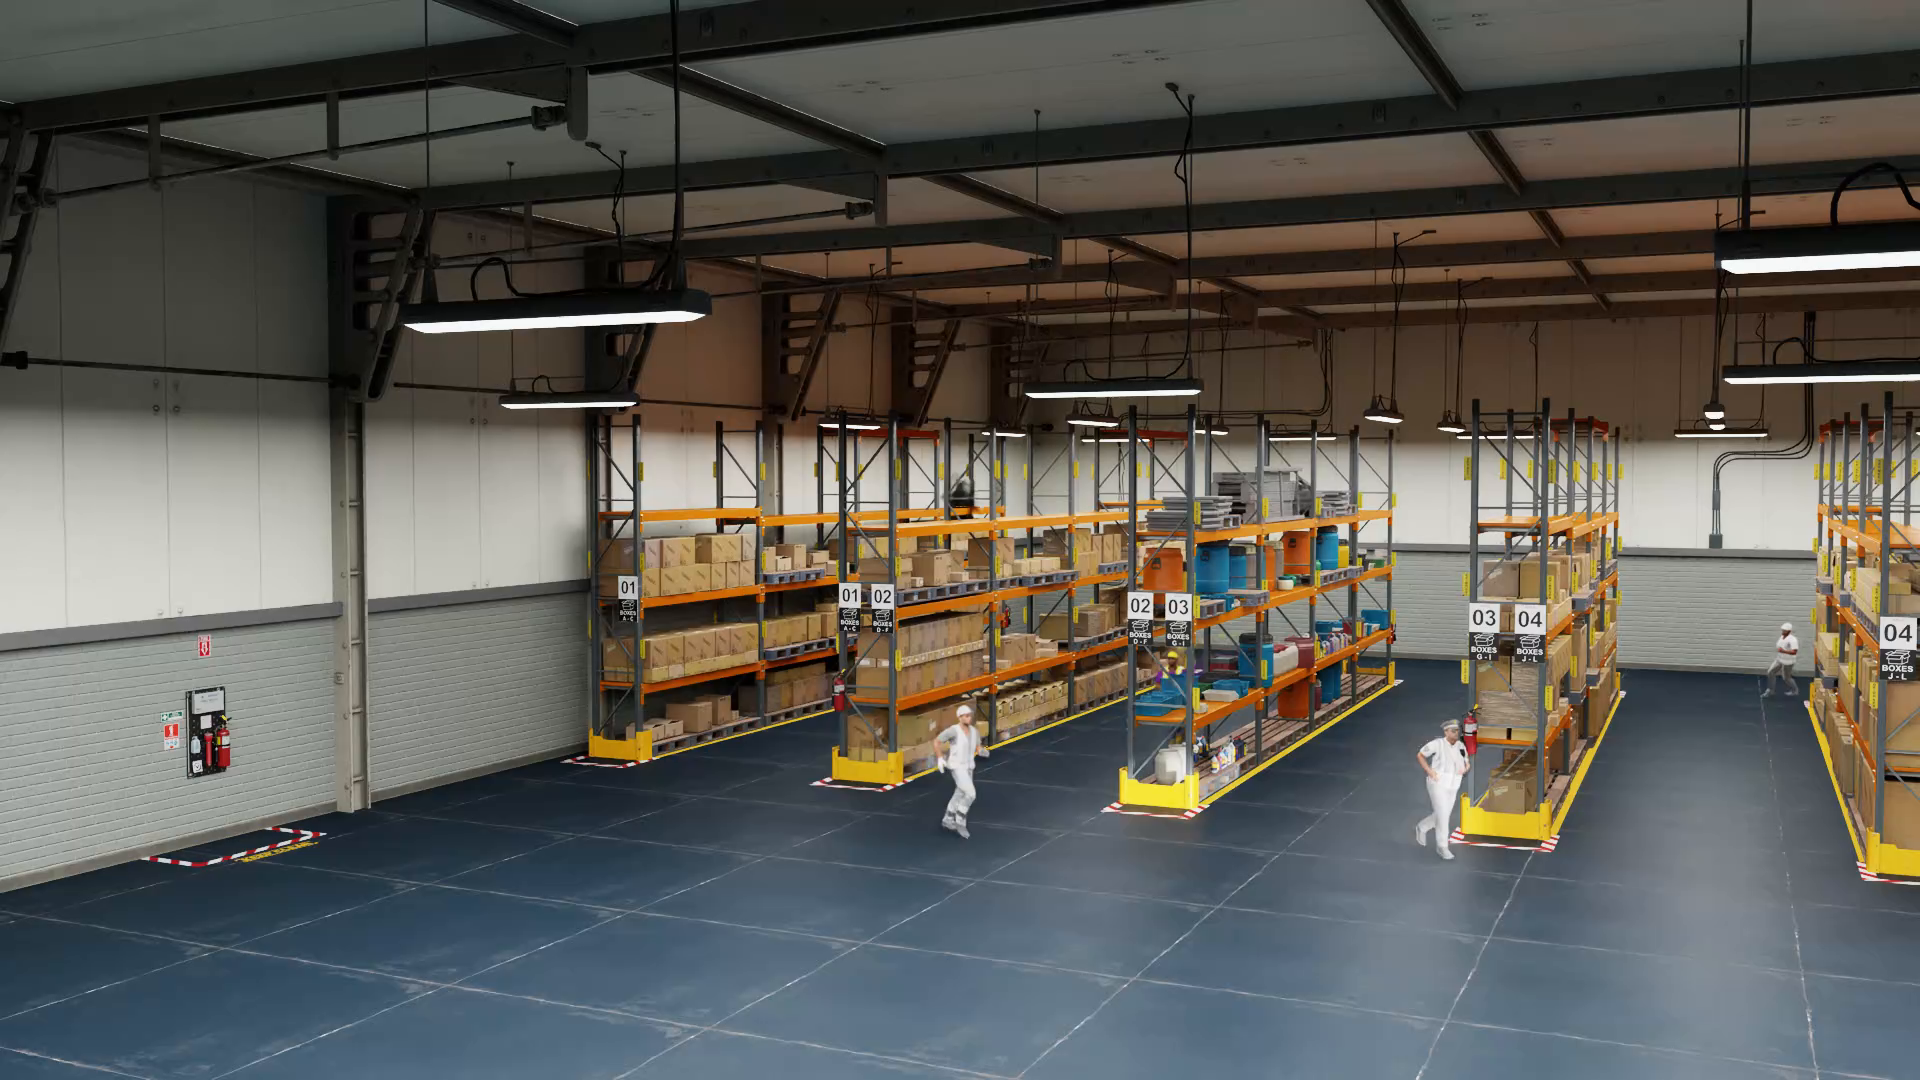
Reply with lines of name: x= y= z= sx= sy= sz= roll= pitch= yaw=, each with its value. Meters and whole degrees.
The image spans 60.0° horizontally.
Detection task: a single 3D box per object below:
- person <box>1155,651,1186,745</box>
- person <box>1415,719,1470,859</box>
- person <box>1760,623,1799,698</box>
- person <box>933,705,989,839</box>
person: x=3.852 y=2.886 z=30.164 sx=0.686 sy=1.725 sz=0.609 roll=1 pitch=3 yaw=25
person: x=6.400 y=3.238 z=21.915 sx=0.697 sy=1.781 sz=0.879 roll=-1 pitch=2 yaw=-20
person: x=18.168 y=2.665 z=36.520 sx=0.756 sy=1.721 sz=0.871 roll=0 pitch=2 yaw=-5
person: x=0.041 y=3.170 z=22.799 sx=0.822 sy=1.812 sz=0.643 roll=2 pitch=3 yaw=41
